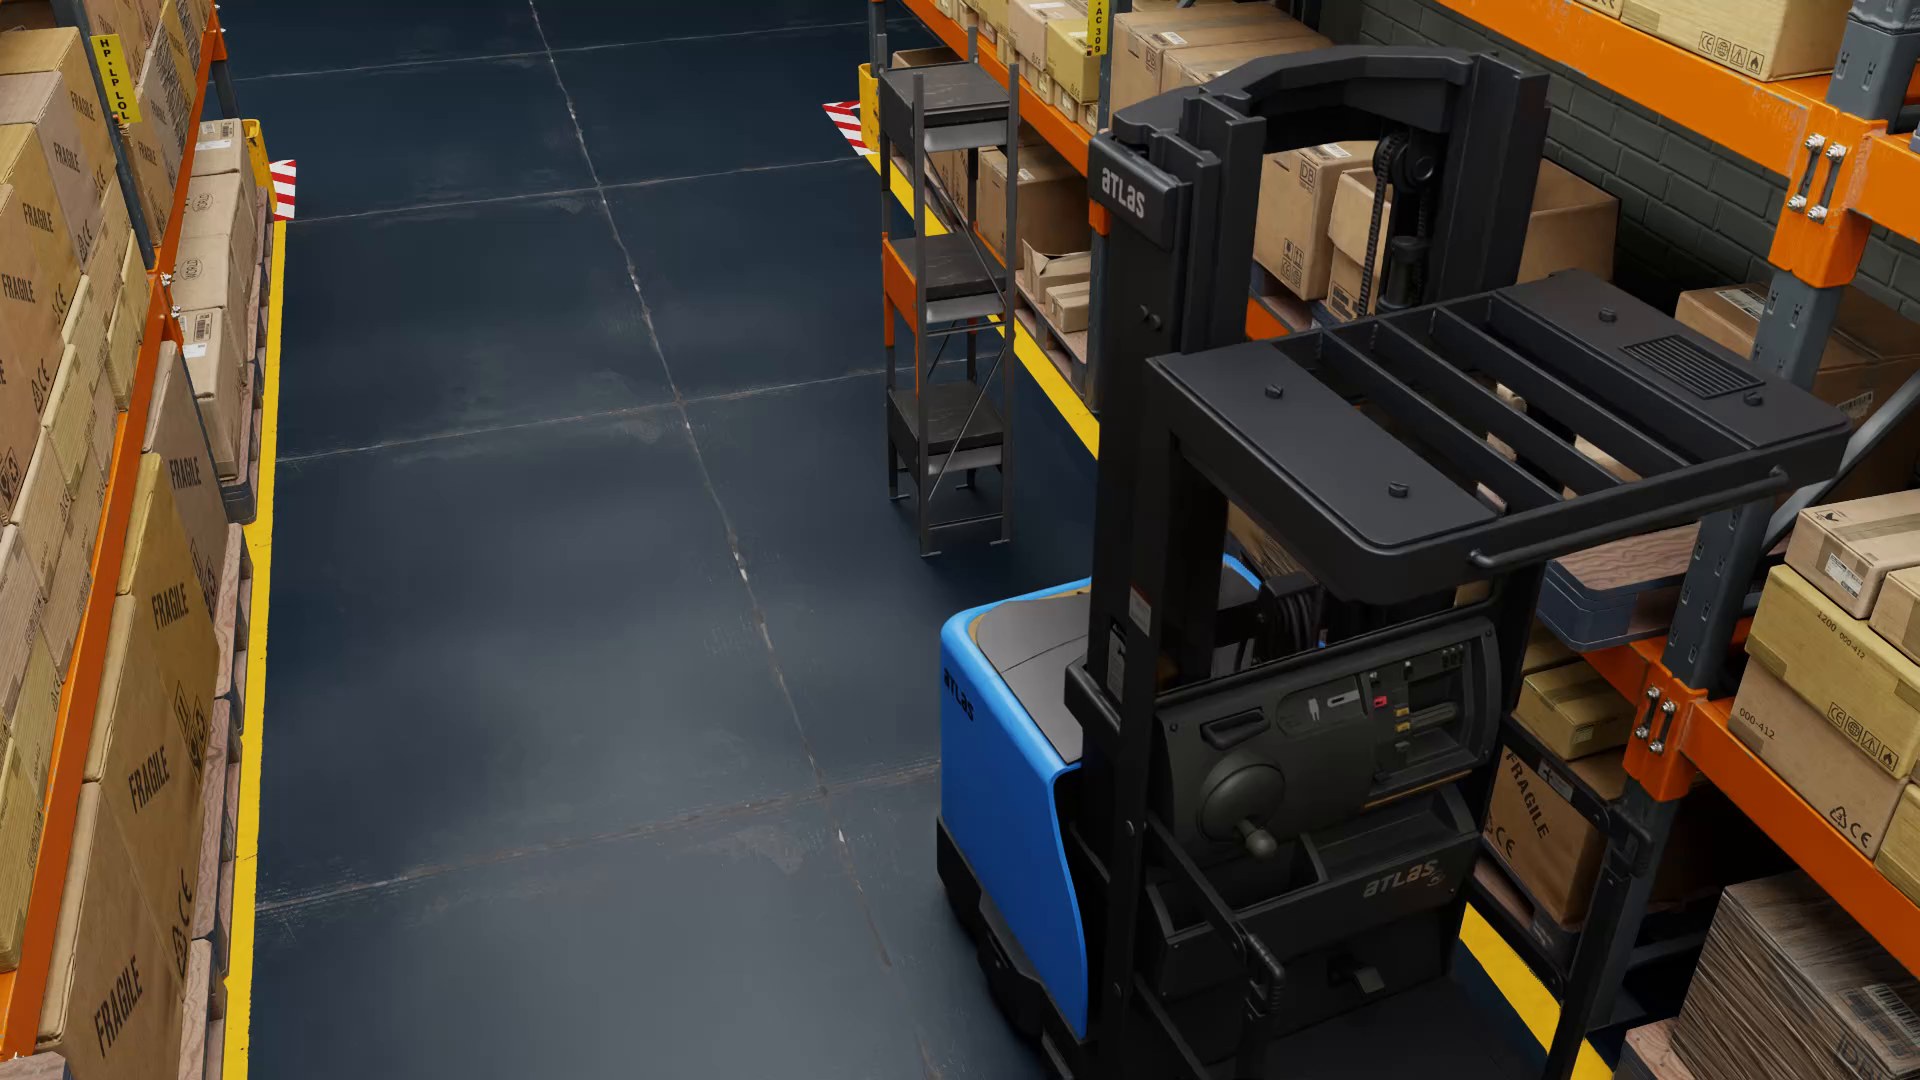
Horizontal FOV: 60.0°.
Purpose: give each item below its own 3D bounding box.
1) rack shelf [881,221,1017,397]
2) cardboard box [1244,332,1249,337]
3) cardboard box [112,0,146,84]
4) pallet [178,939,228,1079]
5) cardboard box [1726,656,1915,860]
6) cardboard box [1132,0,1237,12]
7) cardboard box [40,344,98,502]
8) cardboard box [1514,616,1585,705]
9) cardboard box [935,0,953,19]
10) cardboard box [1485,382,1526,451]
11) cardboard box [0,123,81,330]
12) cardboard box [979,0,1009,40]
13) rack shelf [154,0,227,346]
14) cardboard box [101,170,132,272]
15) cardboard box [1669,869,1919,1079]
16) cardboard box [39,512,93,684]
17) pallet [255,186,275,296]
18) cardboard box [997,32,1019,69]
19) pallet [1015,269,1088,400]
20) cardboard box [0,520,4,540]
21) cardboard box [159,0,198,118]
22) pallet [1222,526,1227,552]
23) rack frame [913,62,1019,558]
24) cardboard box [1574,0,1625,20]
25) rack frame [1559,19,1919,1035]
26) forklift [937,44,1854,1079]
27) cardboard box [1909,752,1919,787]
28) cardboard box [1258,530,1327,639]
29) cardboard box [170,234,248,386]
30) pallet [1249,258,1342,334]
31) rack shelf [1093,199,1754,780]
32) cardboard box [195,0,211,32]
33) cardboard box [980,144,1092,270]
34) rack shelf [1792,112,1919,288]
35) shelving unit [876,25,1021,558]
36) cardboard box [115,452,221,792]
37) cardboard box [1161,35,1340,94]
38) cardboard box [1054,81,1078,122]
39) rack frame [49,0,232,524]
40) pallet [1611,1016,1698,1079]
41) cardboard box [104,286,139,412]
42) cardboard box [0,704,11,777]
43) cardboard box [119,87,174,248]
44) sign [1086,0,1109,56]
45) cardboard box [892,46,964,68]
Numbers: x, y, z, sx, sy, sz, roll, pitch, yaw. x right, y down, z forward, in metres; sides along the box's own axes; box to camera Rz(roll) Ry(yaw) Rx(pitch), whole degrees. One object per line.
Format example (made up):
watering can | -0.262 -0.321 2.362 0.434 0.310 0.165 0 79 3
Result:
rack shelf | -0.050 -0.952 6.810 0.431 0.518 0.480 -10 35 -15
cardboard box | 1.214 -0.885 7.166 0.380 0.149 0.250 -12 35 -17
cardboard box | -3.678 -2.159 6.799 0.500 0.500 0.500 -10 35 -15
pallet | -2.564 1.694 4.496 1.003 0.211 1.213 -10 35 -15
cardboard box | 2.233 0.457 3.974 0.500 0.250 0.500 -10 35 -15
cardboard box | 1.057 -2.609 8.344 0.500 0.250 0.500 -10 35 -15
cardboard box | -2.754 -0.301 4.667 0.500 0.250 0.500 -9 35 -14
cardboard box | 1.826 0.362 5.279 0.380 0.149 0.250 -12 35 -17
cardboard box | 0.075 -3.072 9.406 0.380 0.149 0.250 -11 35 -16
cardboard box | 1.701 -0.492 5.029 0.500 0.250 0.500 -12 35 -17
cardboard box | -2.939 -0.870 4.848 0.500 0.500 0.500 -9 35 -13
cardboard box | 0.416 -2.792 8.621 0.500 0.250 0.500 -10 35 -15
rack shelf | -4.225 -1.893 8.047 1.077 0.370 4.000 -10 35 -15
cardboard box | -3.249 -1.099 5.874 0.500 0.250 0.500 -10 35 -15
cardboard box | 2.508 1.265 4.387 0.875 0.625 0.625 -9 34 -13
cardboard box | -2.633 0.177 4.397 0.500 0.250 0.500 -9 34 -13
pallet | -4.517 -1.673 9.591 1.003 0.211 1.213 -10 35 -15
cardboard box | 0.412 -2.537 8.597 0.380 0.149 0.250 -11 35 -15
pallet | 0.902 -1.177 8.840 1.003 0.211 1.213 -10 35 -15
cardboard box | -2.473 -0.061 3.624 0.500 0.500 0.500 -10 35 -15
cardboard box | -3.961 -2.273 7.878 0.500 0.500 0.500 -9 35 -13
pallet | 1.395 -0.396 7.658 1.003 0.211 1.213 -10 35 -15
rack frame | 0.024 -0.835 6.609 0.400 2.100 0.015 -10 35 -15
cardboard box | 1.789 -1.561 4.307 0.500 0.250 0.500 -10 35 -15
rack frame | 2.331 0.120 4.347 1.000 3.000 0.127 -10 35 -15
forklift | 0.984 0.532 3.786 1.130 2.935 3.031 -14 36 -20
cardboard box | 2.385 0.511 3.438 0.500 0.250 0.500 -9 34 -13
cardboard box | 1.516 -0.006 6.425 0.500 0.500 0.500 -11 35 -16
cardboard box | -3.978 -1.067 8.087 0.875 0.438 0.875 -11 35 -16
pallet | 1.733 -0.820 5.944 1.003 0.211 1.213 -10 35 -15
rack shelf | 1.721 -0.630 6.135 1.077 0.370 4.000 -10 35 -15
cardboard box | -4.436 -3.076 9.094 0.500 0.500 0.500 -10 35 -14
cardboard box | 0.527 -1.875 9.253 0.700 0.500 0.500 -11 35 -17
rack shelf | 2.941 0.219 2.130 1.077 0.370 4.000 -10 35 -15
shelving unit | -0.050 -0.963 6.803 0.431 2.100 0.503 -10 35 -15
cardboard box | -3.067 0.353 5.541 0.875 0.875 0.875 -9 35 -13
cardboard box | 1.203 -1.633 6.529 0.700 0.500 0.500 -10 35 -14
cardboard box | 0.673 -2.133 7.985 0.380 0.149 0.250 -9 35 -13
rack frame | -3.615 -1.143 6.259 1.000 3.000 0.127 -10 35 -15
pallet | 2.545 1.722 4.452 1.003 0.211 1.213 -10 35 -15
cardboard box | -3.084 -0.620 5.604 0.500 0.250 0.500 -10 35 -15
cardboard box | -2.315 0.503 3.450 0.500 0.250 0.500 -10 35 -15
cardboard box | -3.509 -1.475 6.671 0.500 0.500 0.500 -9 34 -13
sign | 0.596 -2.246 7.143 0.100 0.325 0.005 -10 35 -15
cardboard box | -0.013 -2.877 10.766 0.797 0.503 0.637 -11 35 -17
